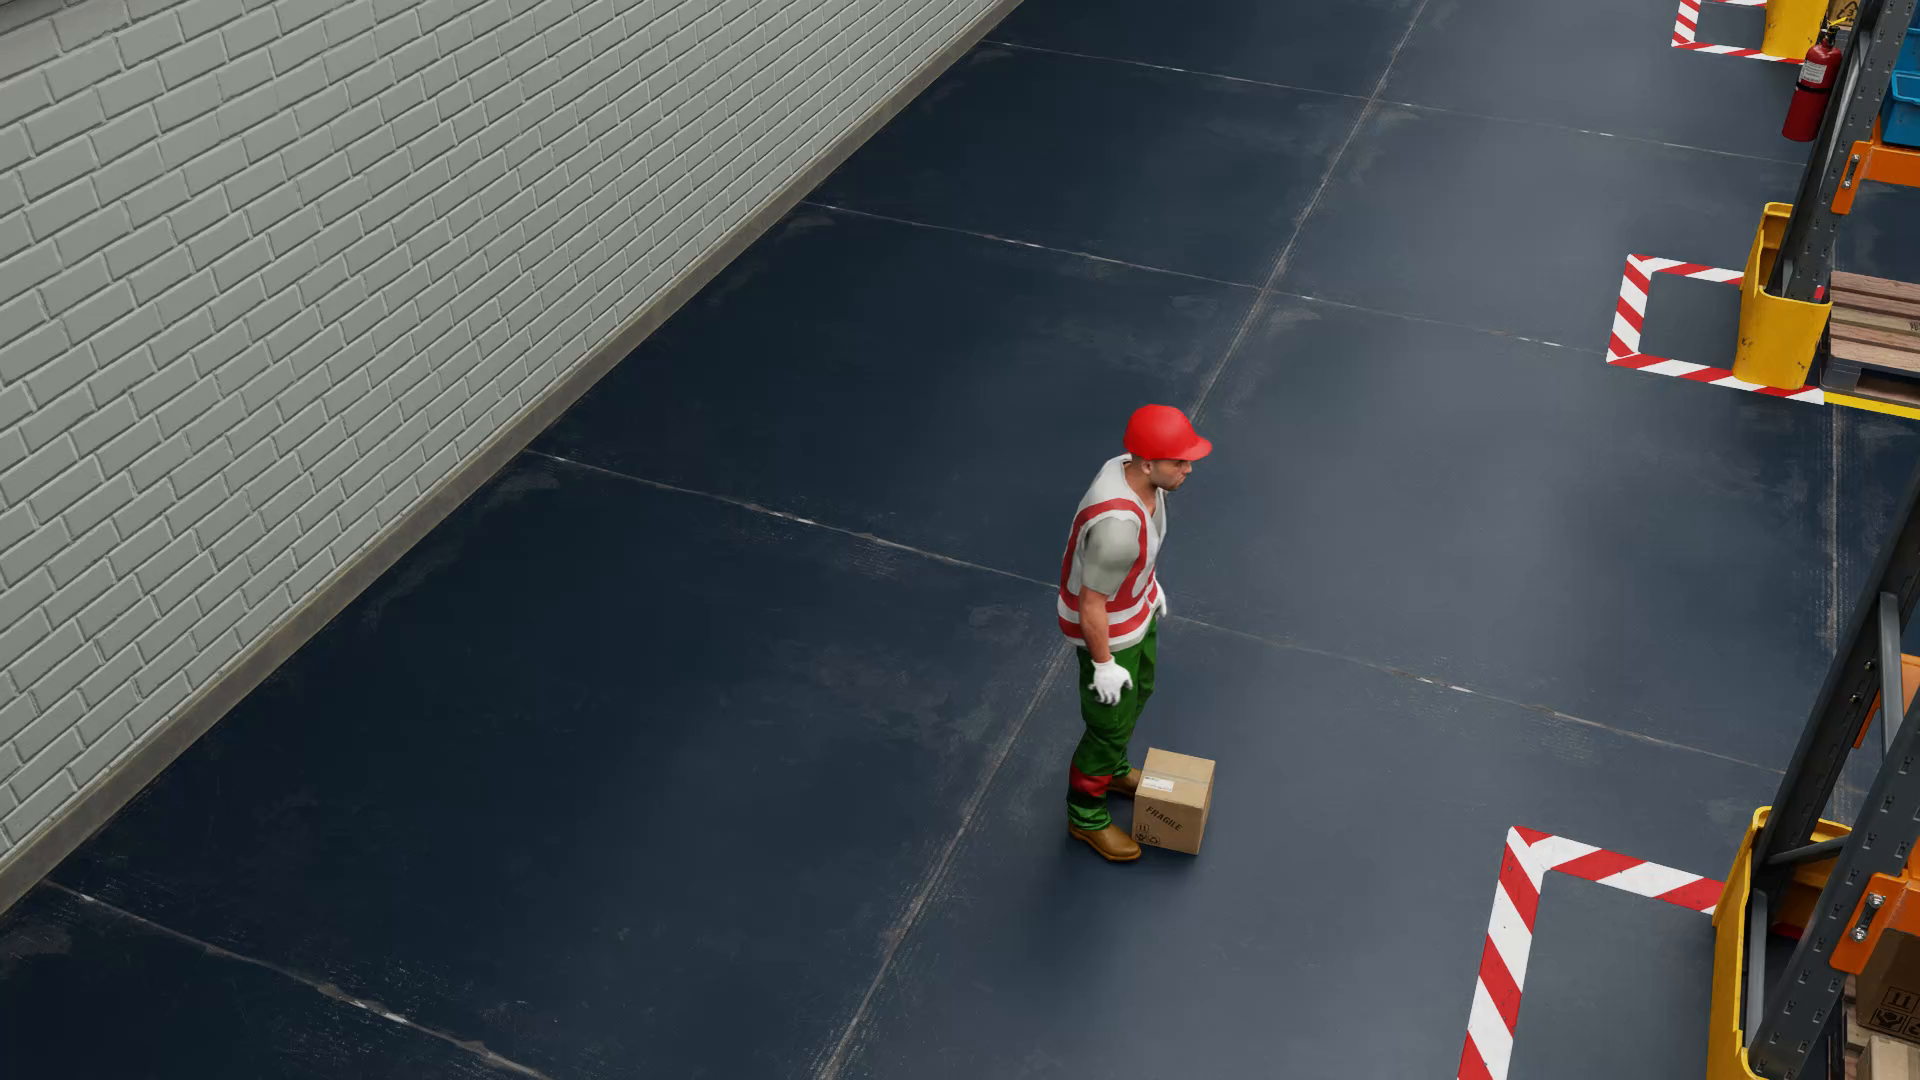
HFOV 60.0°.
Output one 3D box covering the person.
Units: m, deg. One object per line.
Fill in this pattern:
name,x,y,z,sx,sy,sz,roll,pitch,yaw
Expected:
person,0.569,0.300,5.742,0.450,1.778,0.605,13,39,16
